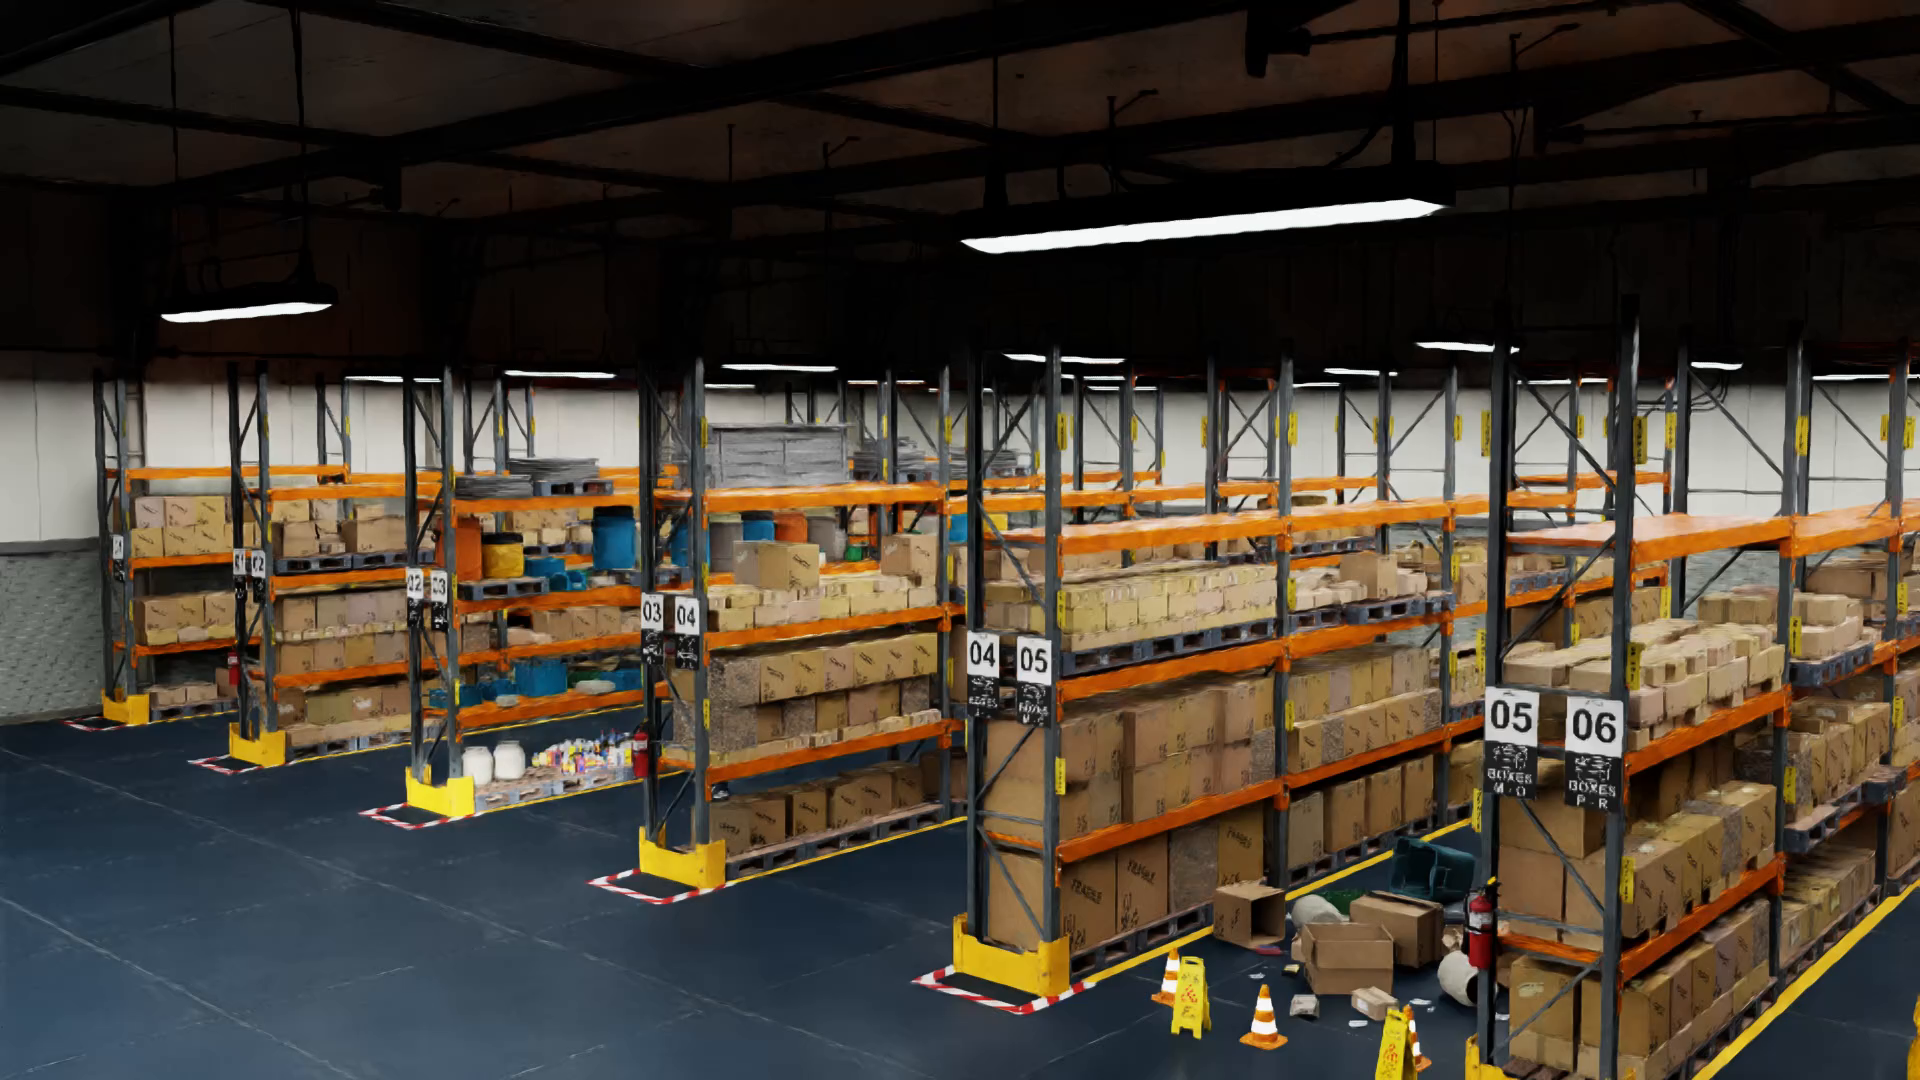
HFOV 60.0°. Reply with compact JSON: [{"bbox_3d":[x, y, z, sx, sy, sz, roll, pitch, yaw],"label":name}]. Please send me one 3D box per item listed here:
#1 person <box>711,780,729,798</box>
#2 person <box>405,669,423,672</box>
[{"bbox_3d":[-3.411,2.794,22.596,0.566,1.433,0.519,3,5,40],"label":"person"},{"bbox_3d":[-9.562,2.218,29.037,0.495,1.585,1.086,4,6,43],"label":"person"}]
